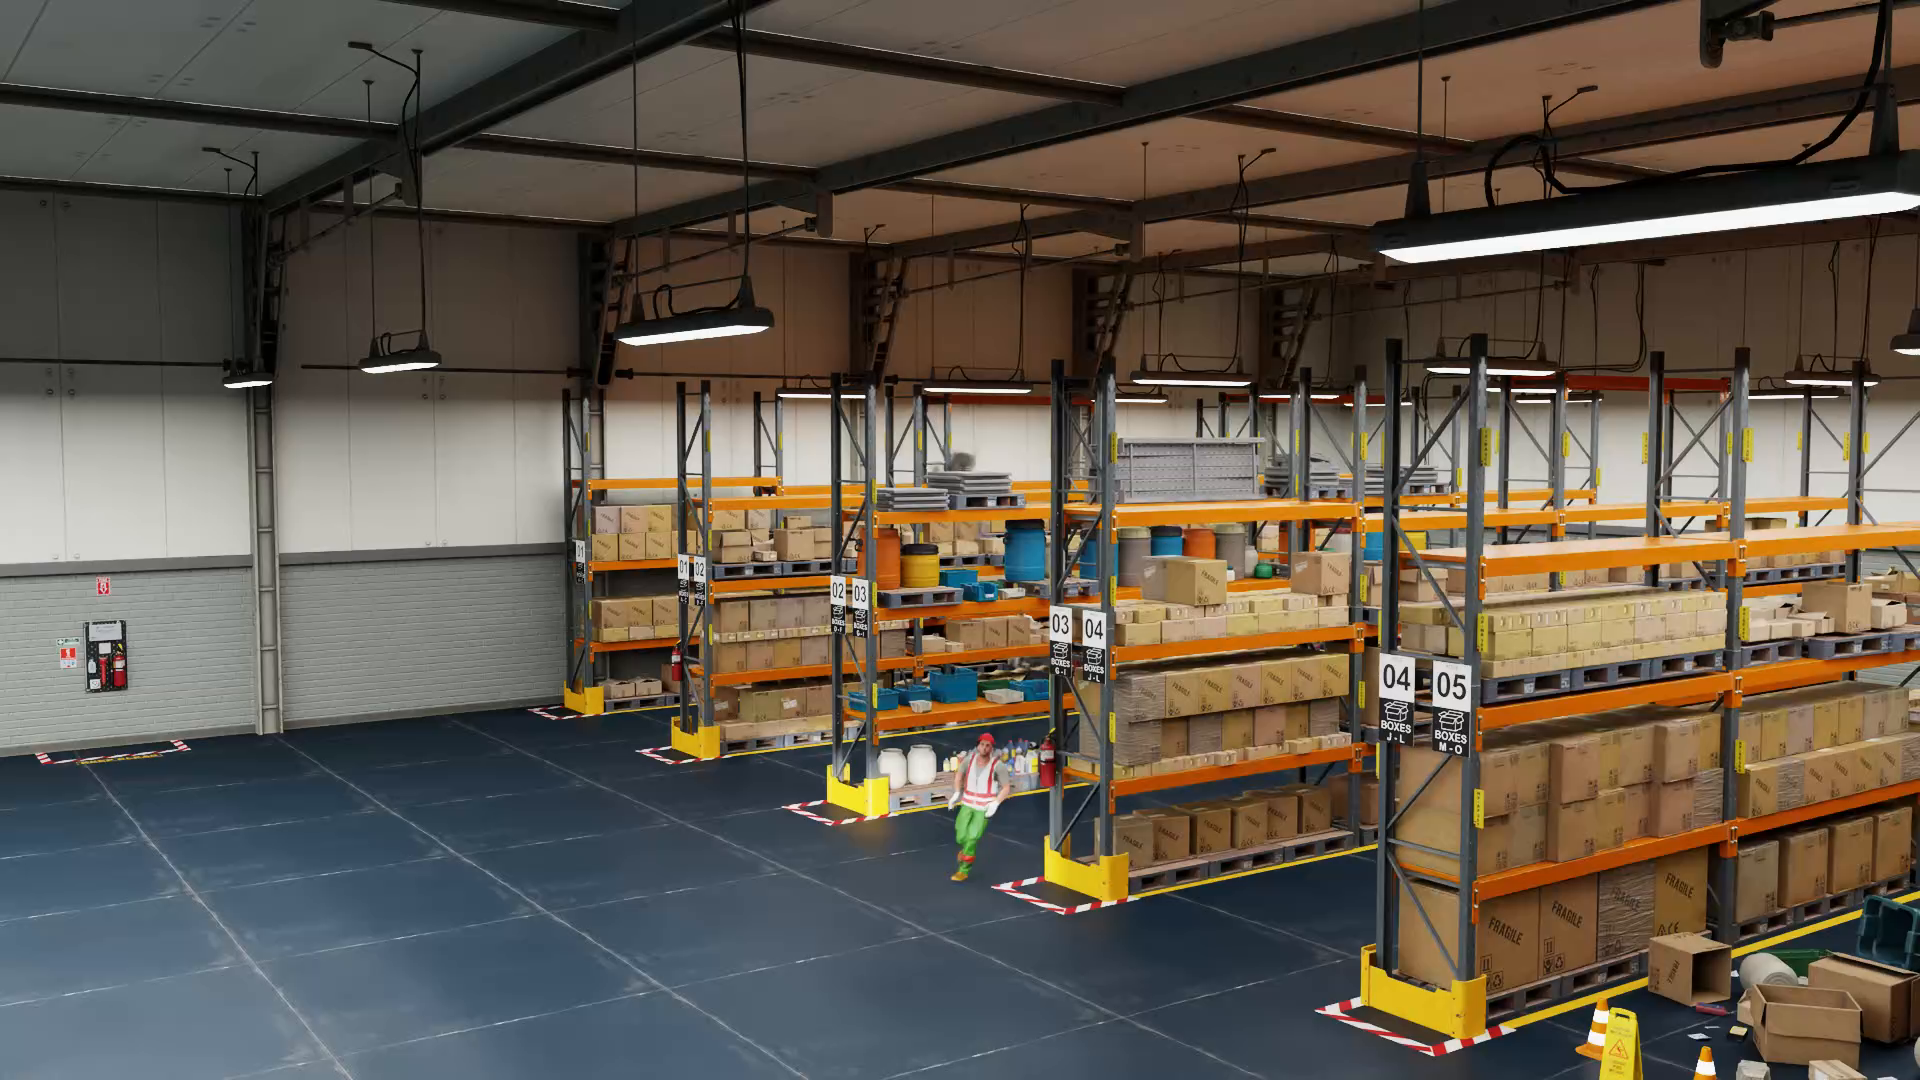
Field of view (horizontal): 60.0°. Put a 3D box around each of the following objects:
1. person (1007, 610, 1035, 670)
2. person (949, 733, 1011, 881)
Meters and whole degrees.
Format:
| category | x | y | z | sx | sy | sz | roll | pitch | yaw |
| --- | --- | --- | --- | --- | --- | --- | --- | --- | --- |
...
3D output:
| category | x | y | z | sx | sy | sz | roll | pitch | yaw |
| --- | --- | --- | --- | --- | --- | --- | --- | --- | --- |
| person | 1.249 | 2.143 | 33.733 | 0.709 | 1.737 | 0.640 | 4 | 5 | 45 |
| person | 0.220 | 3.077 | 19.200 | 0.712 | 1.708 | 0.555 | 1 | 4 | 18 |
